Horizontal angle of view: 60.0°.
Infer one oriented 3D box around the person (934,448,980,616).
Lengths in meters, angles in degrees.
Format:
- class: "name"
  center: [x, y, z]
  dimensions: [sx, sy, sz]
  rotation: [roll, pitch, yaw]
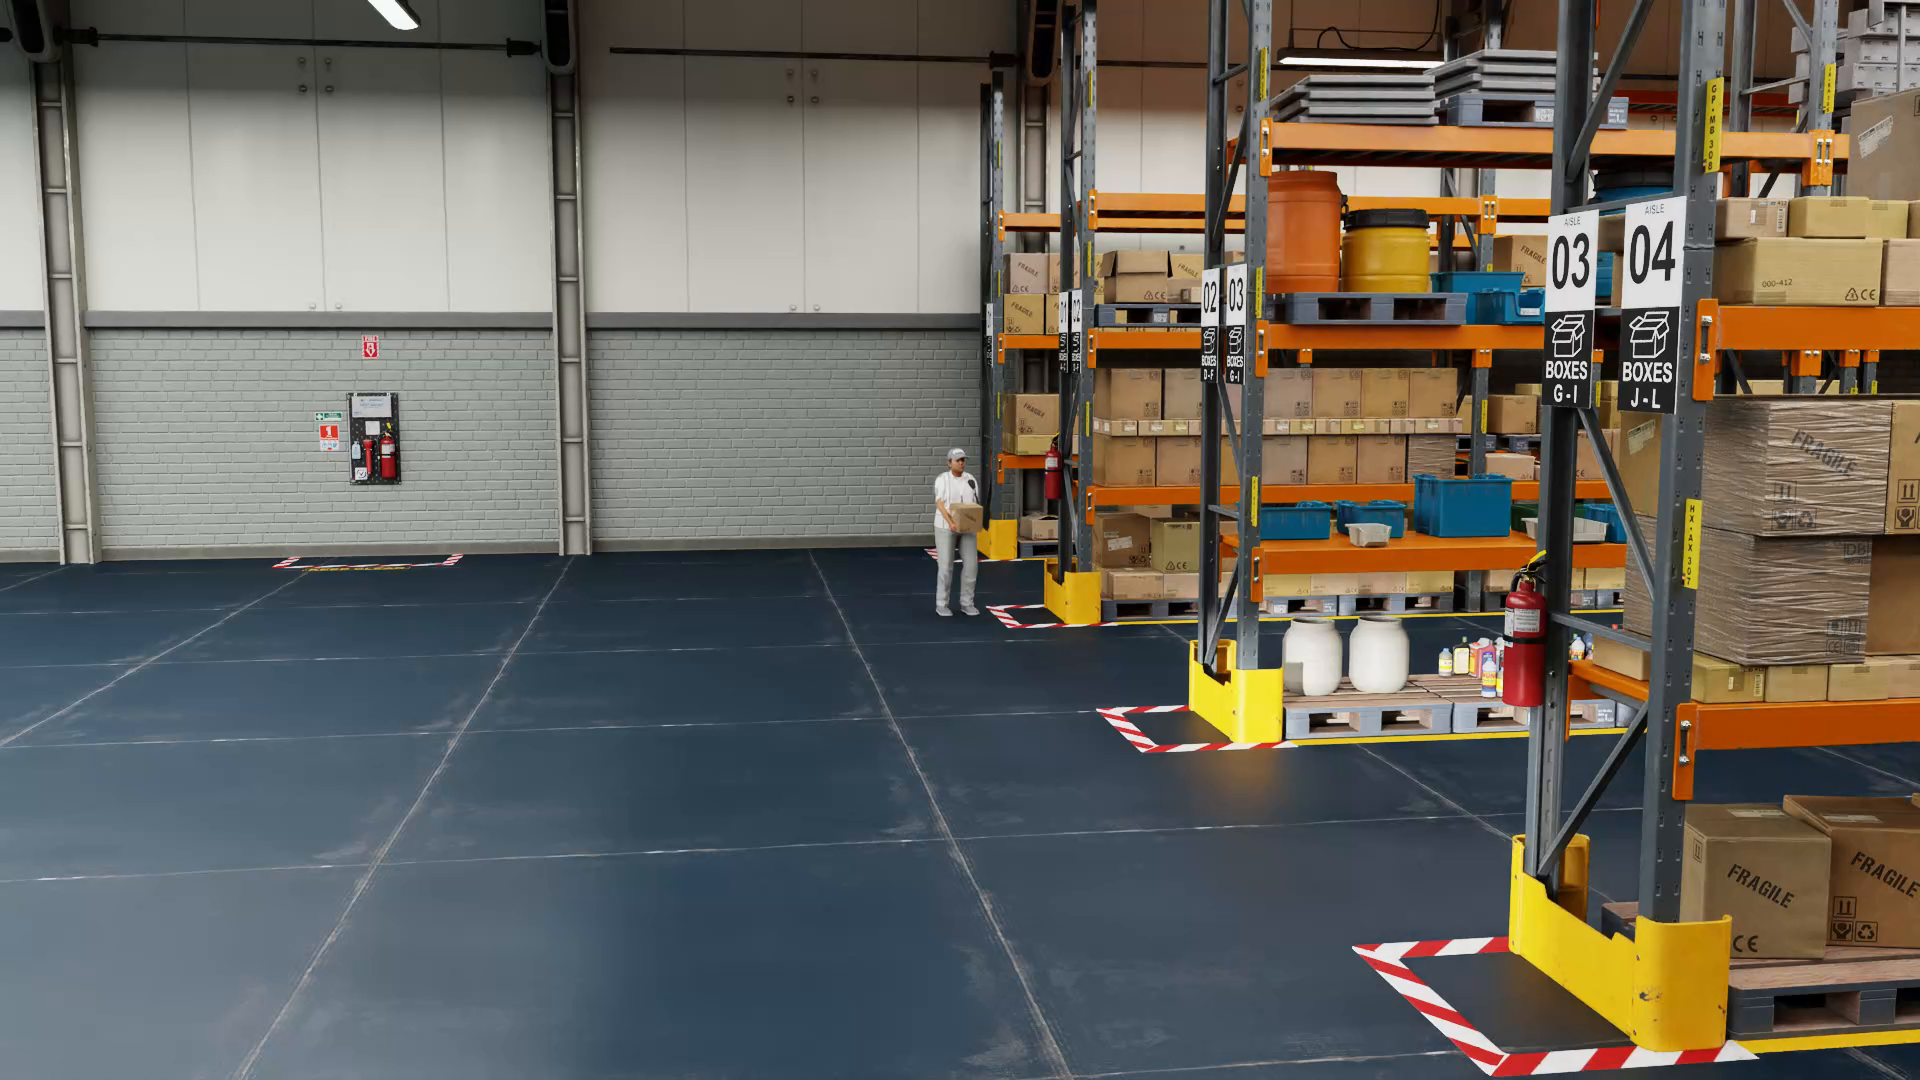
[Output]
- class: "person"
  center: [-0.002, -0.077, 16.541]
  dimensions: [0.453, 1.653, 0.541]
  rotation: [-3, 7, -22]
